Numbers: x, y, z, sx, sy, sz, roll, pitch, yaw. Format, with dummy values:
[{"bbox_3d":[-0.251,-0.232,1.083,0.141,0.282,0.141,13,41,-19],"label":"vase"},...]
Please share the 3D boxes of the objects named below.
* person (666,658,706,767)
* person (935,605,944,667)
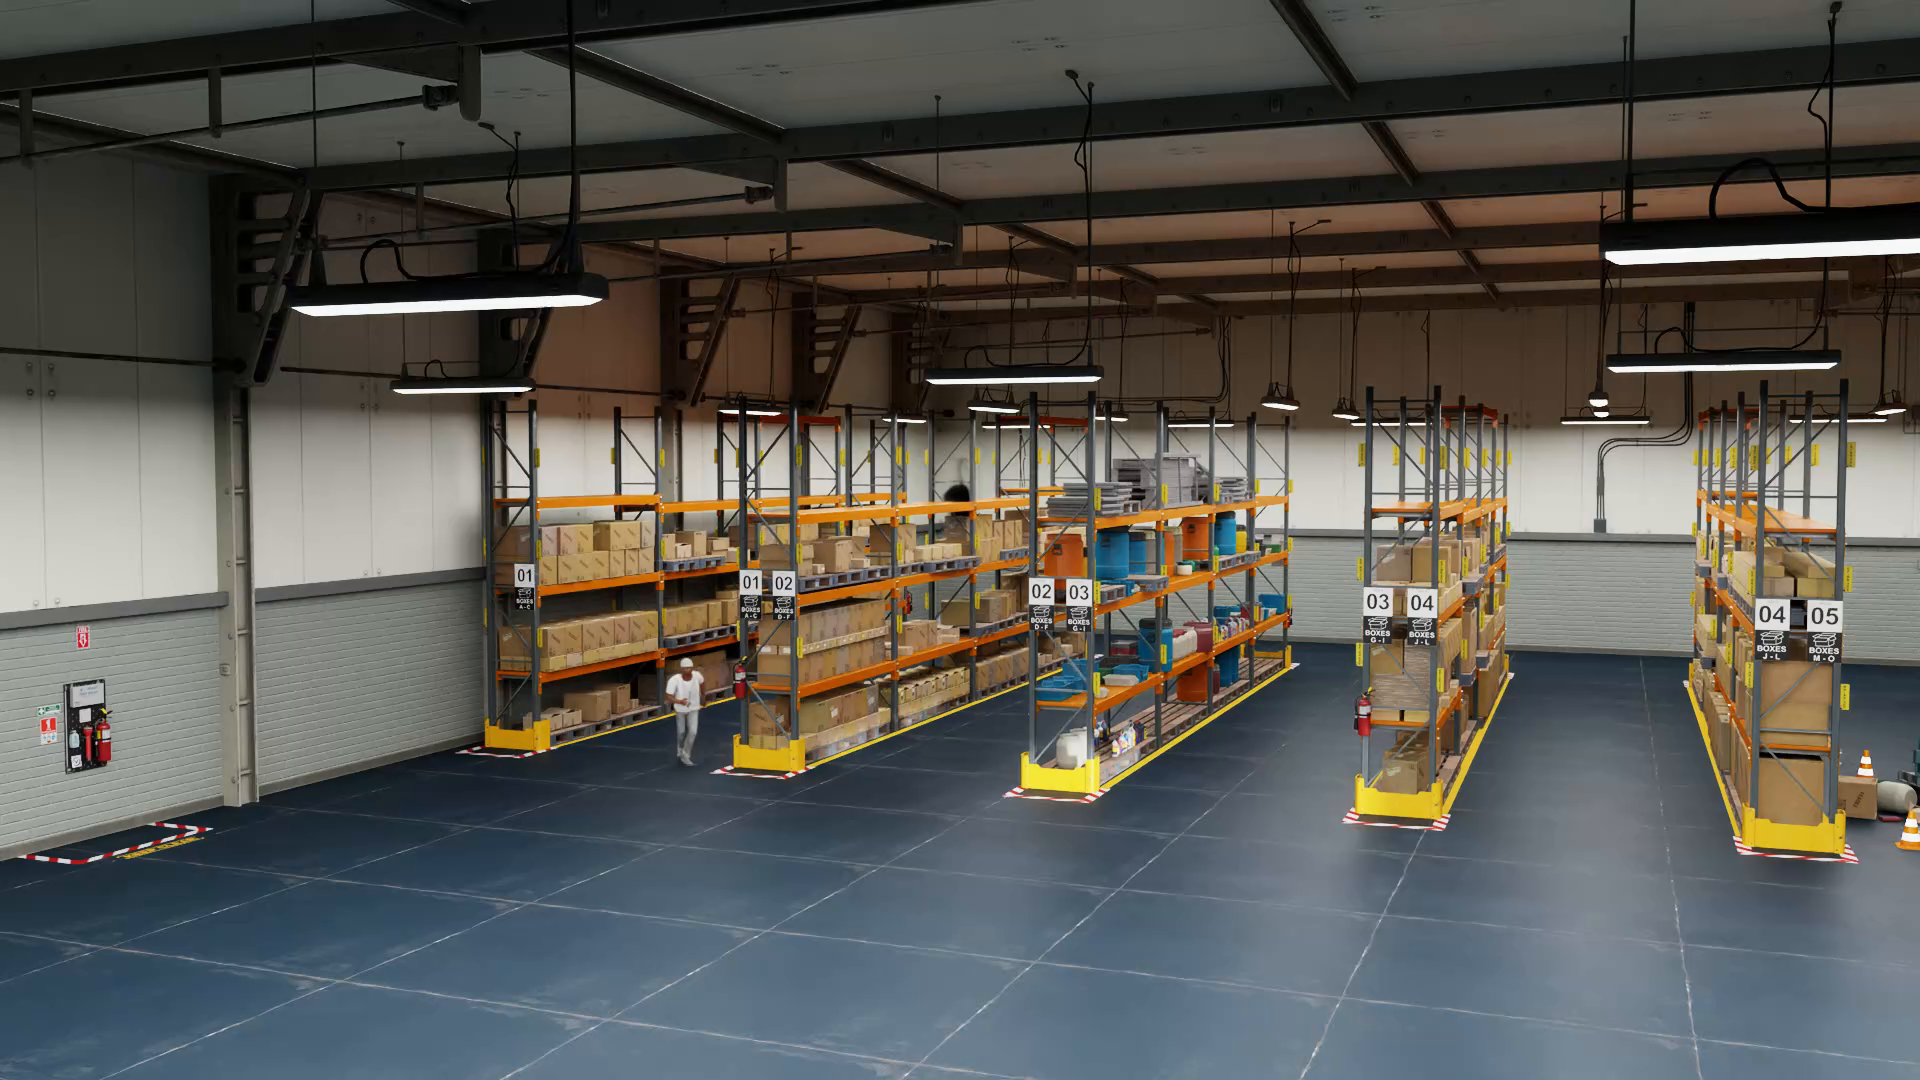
[{"bbox_3d":[-4.505,2.793,27.303,0.690,1.767,0.796,-1,3,-17],"label":"person"},{"bbox_3d":[-0.316,2.292,38.457,0.604,1.689,0.901,2,3,29],"label":"person"}]
